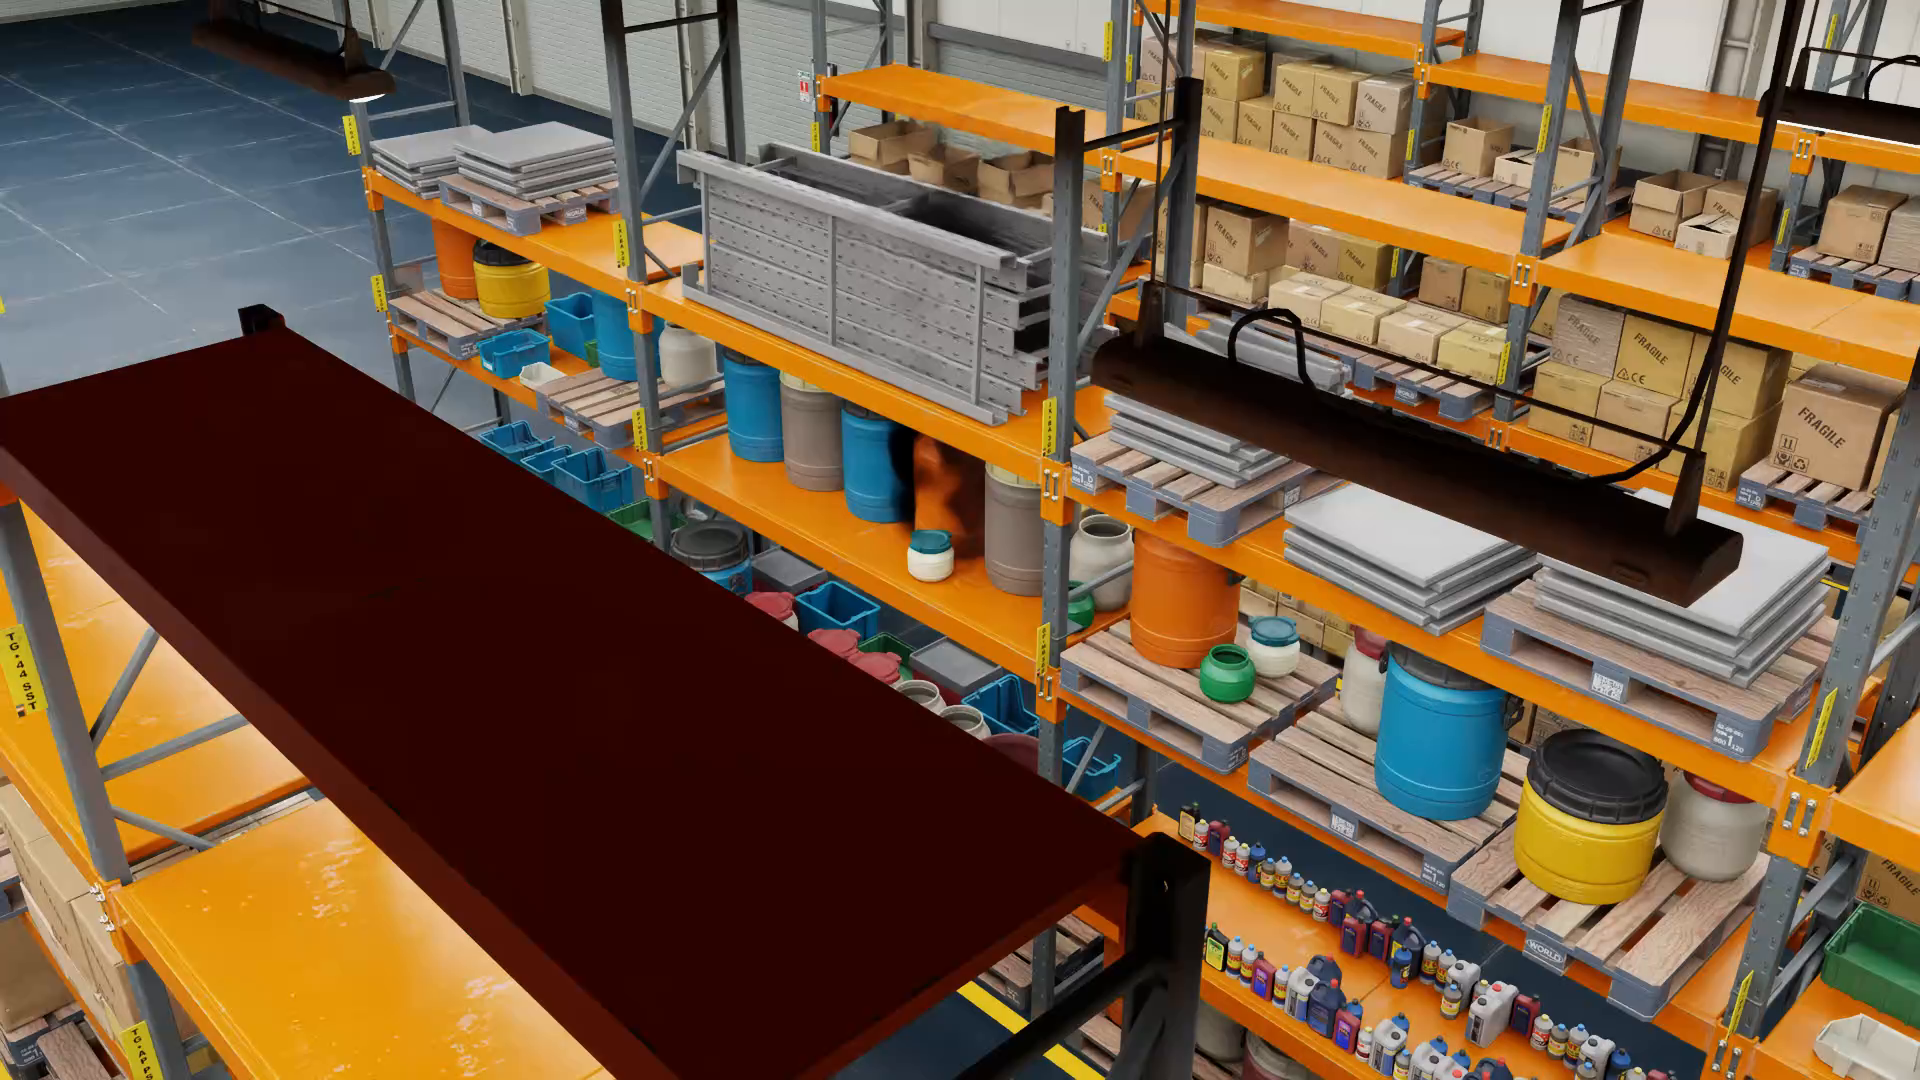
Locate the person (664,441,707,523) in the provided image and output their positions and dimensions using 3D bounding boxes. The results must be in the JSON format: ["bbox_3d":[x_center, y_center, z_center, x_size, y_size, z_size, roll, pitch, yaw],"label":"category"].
[{"bbox_3d":[-2.687,-0.569,16.113,0.848,1.669,0.625,13,31,23],"label":"person"}]
